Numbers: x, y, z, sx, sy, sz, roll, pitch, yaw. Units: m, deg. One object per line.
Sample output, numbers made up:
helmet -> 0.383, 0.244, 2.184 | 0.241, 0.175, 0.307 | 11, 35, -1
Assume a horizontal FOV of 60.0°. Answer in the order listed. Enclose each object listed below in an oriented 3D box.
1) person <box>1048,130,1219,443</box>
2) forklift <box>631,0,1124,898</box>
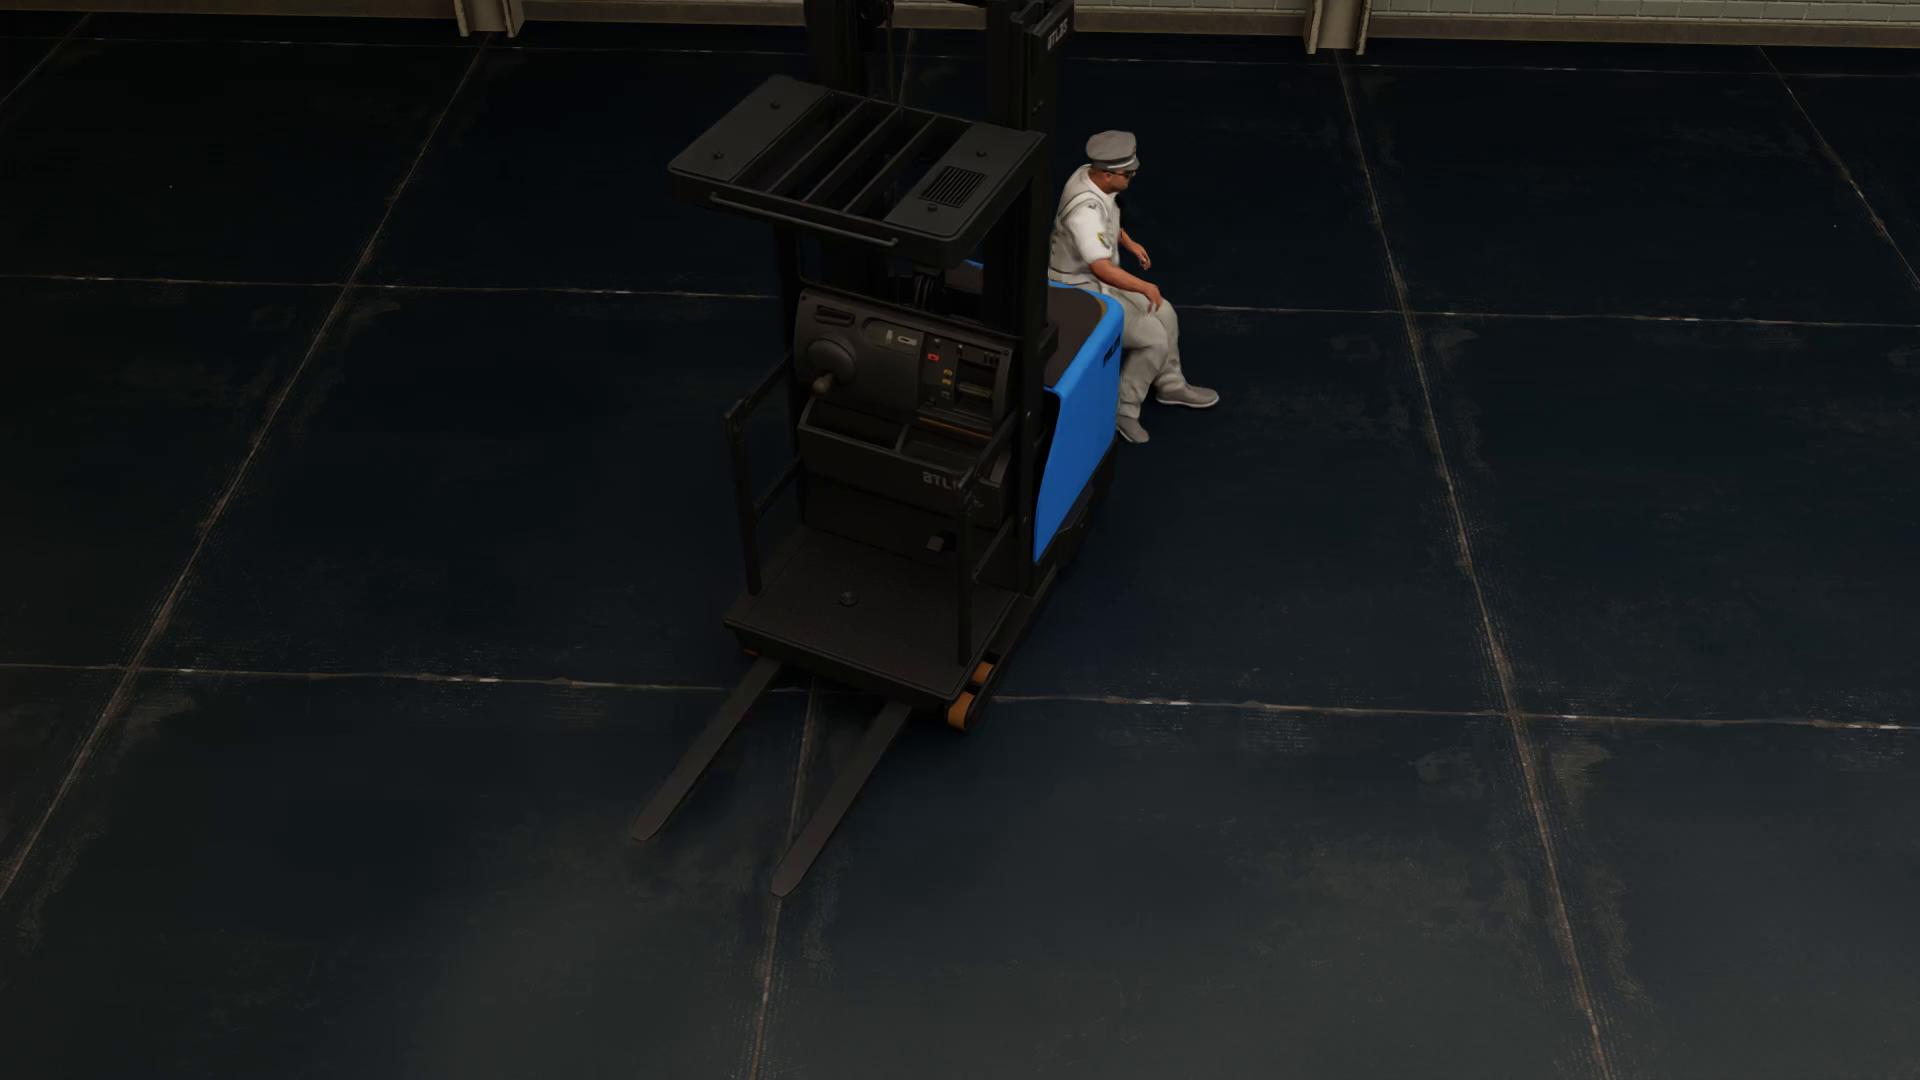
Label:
person -> 0.885, -1.279, 8.259 | 0.935, 1.566, 0.773 | 3, 42, 3
forklift -> -0.320, -0.617, 6.419 | 1.130, 2.935, 3.031 | 17, 45, 18
